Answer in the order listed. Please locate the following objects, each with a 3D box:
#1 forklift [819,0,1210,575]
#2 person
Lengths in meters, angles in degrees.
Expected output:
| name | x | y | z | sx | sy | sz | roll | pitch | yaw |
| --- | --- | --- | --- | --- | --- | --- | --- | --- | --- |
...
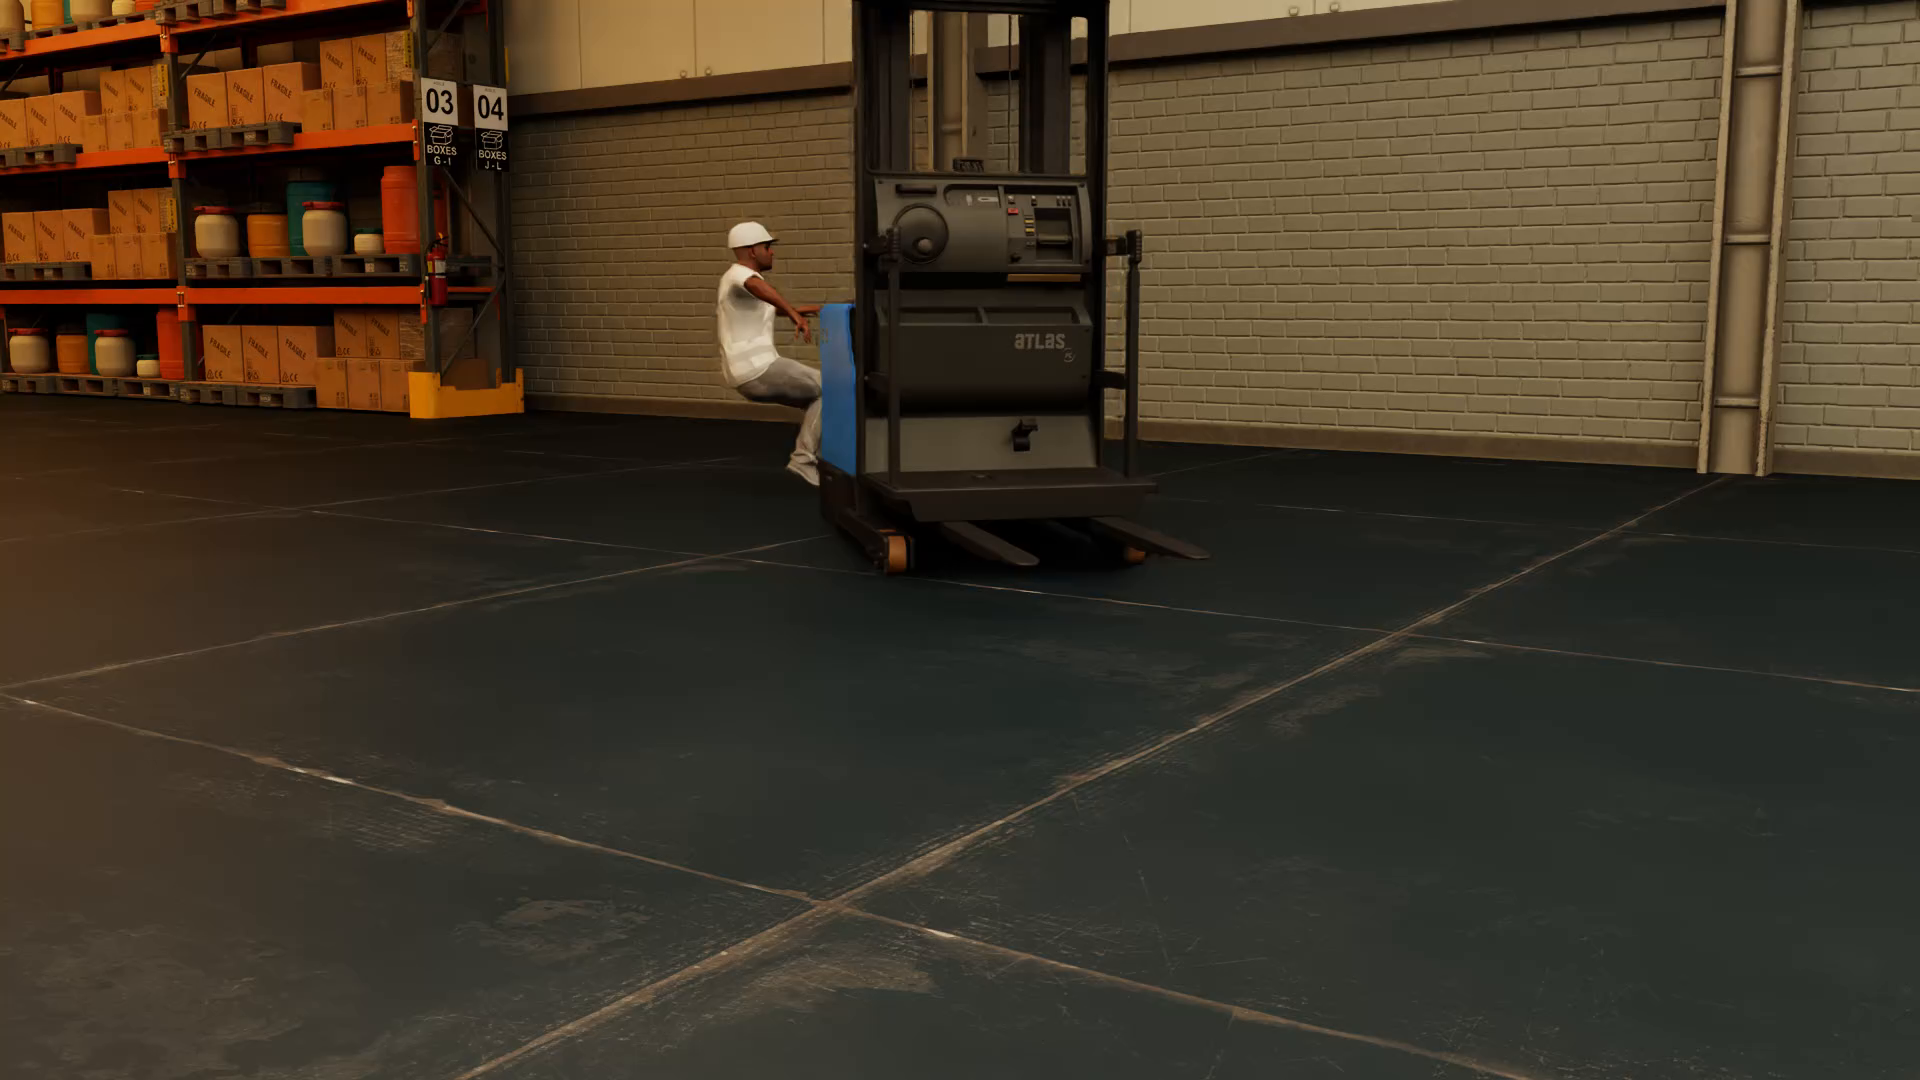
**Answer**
| name | x | y | z | sx | sy | sz | roll | pitch | yaw |
| --- | --- | --- | --- | --- | --- | --- | --- | --- | --- |
| forklift | 0.154 | -1.368 | 6.811 | 1.130 | 2.935 | 3.031 | -2 | 8 | -14 |
| person | -0.943 | -1.035 | 9.481 | 0.873 | 1.533 | 1.125 | -3 | 9 | -20 |
